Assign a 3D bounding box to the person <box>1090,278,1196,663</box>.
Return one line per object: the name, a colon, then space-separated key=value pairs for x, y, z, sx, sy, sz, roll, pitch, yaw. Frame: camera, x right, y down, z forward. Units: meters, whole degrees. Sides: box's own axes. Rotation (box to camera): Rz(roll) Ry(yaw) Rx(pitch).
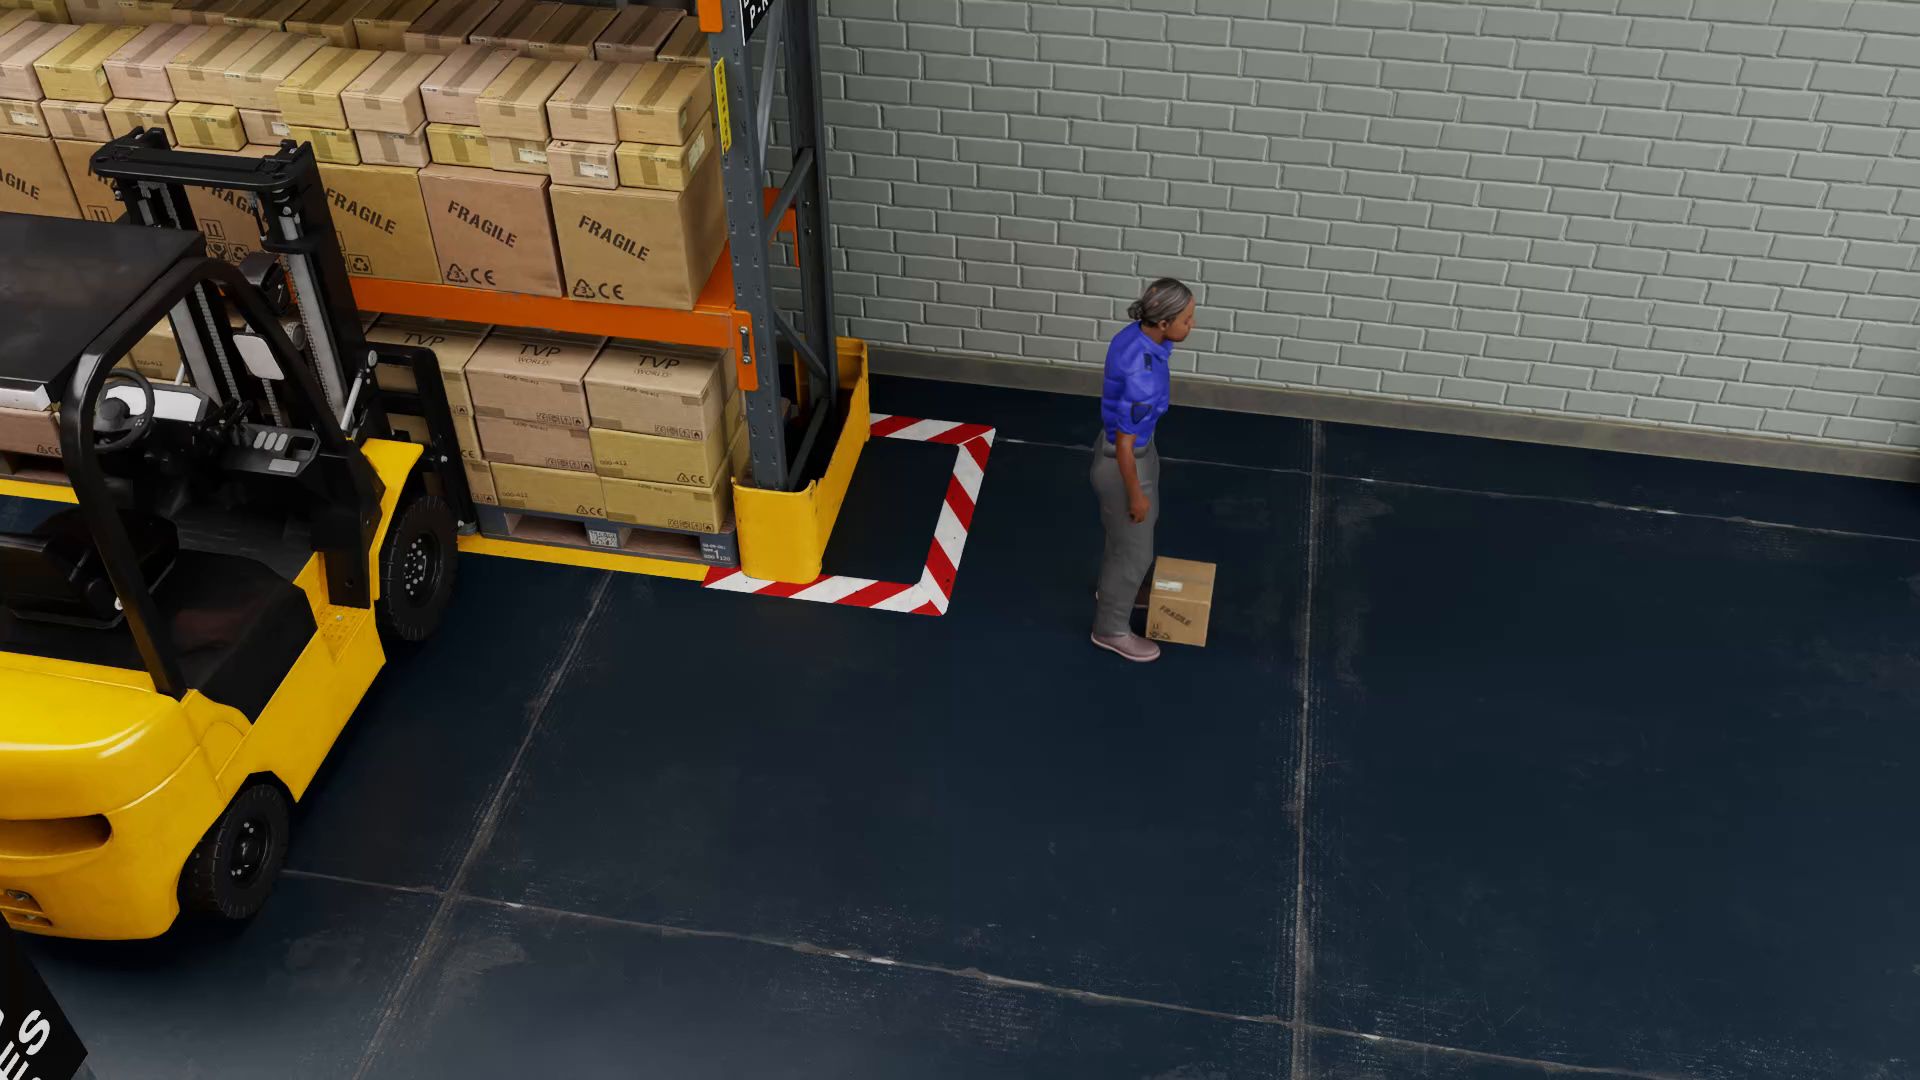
person: x=0.686 y=-0.292 z=6.501 sx=0.348 sy=1.653 sz=0.512 roll=5 pitch=41 yaw=6
